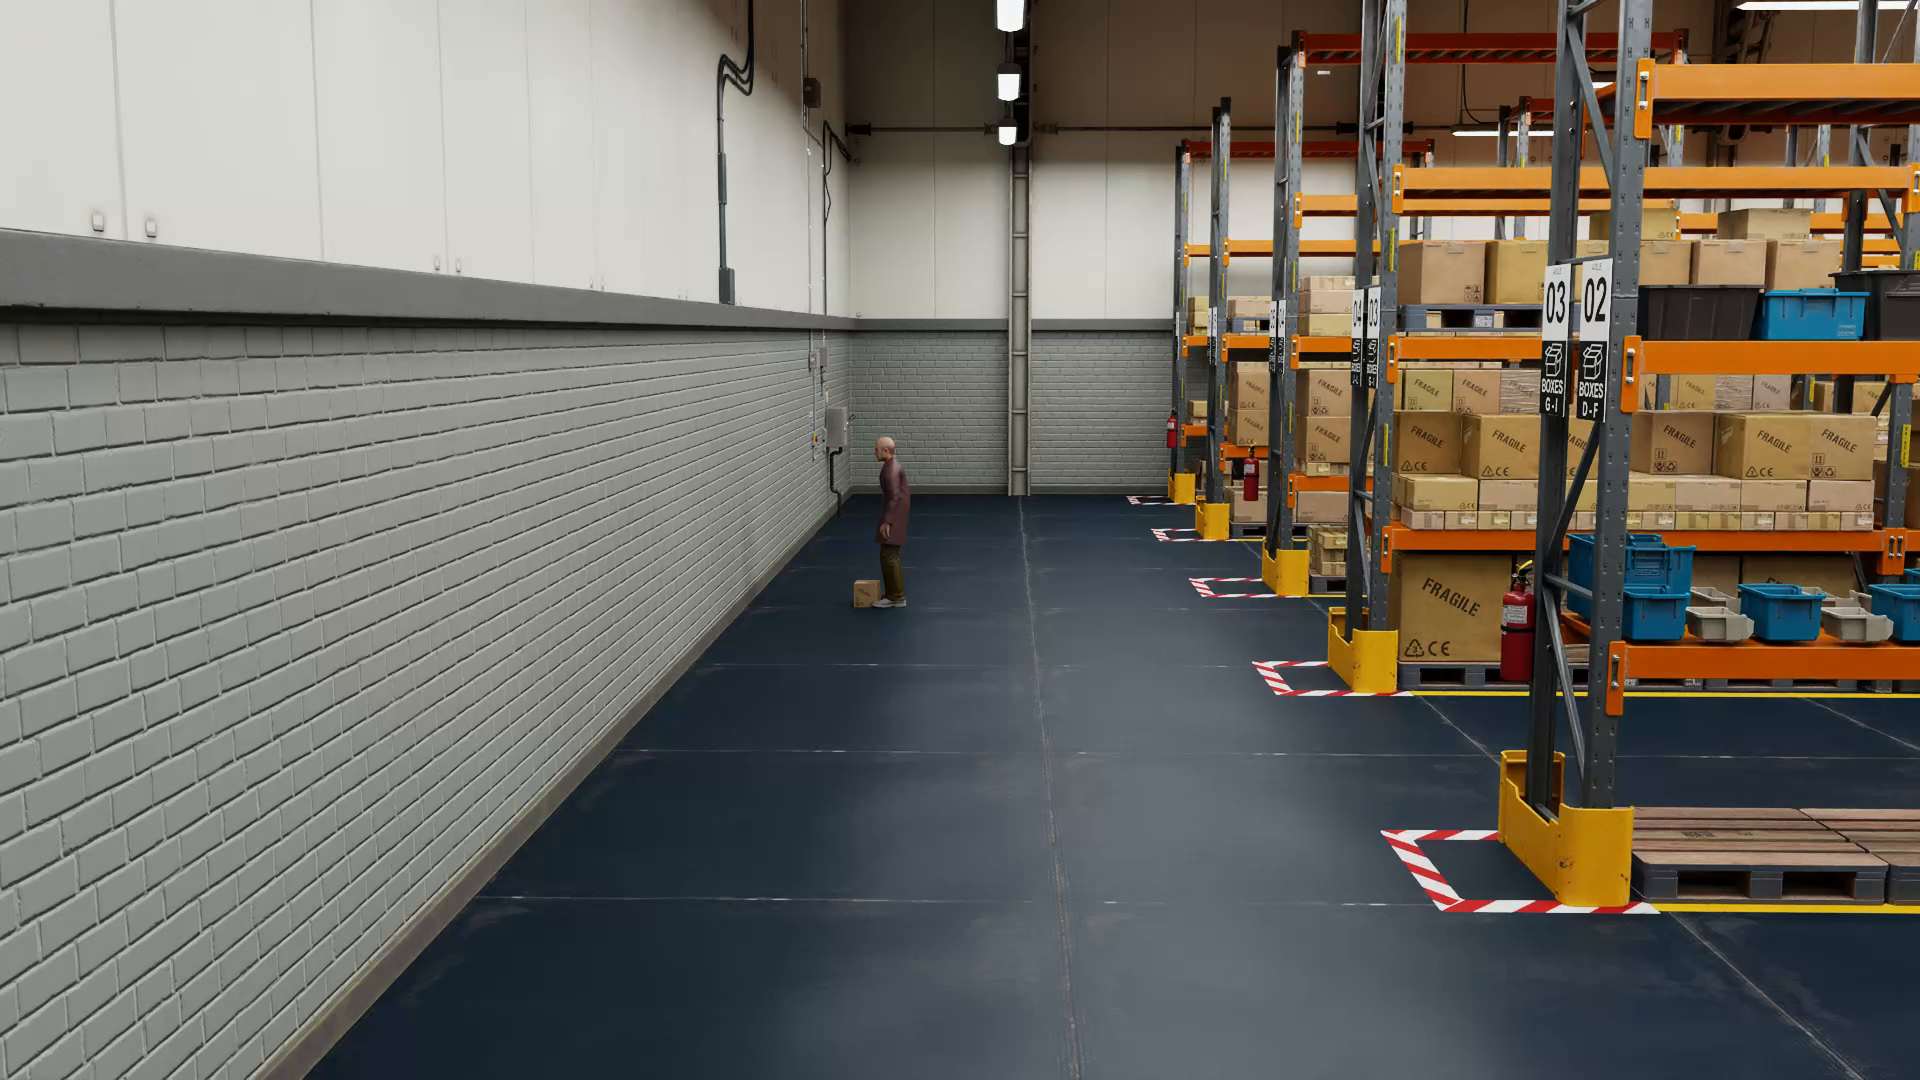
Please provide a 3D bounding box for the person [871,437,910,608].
[{"bbox_3d":[-0.726,-0.193,17.379,0.420,1.774,0.643,0,7,1],"label":"person"}]
